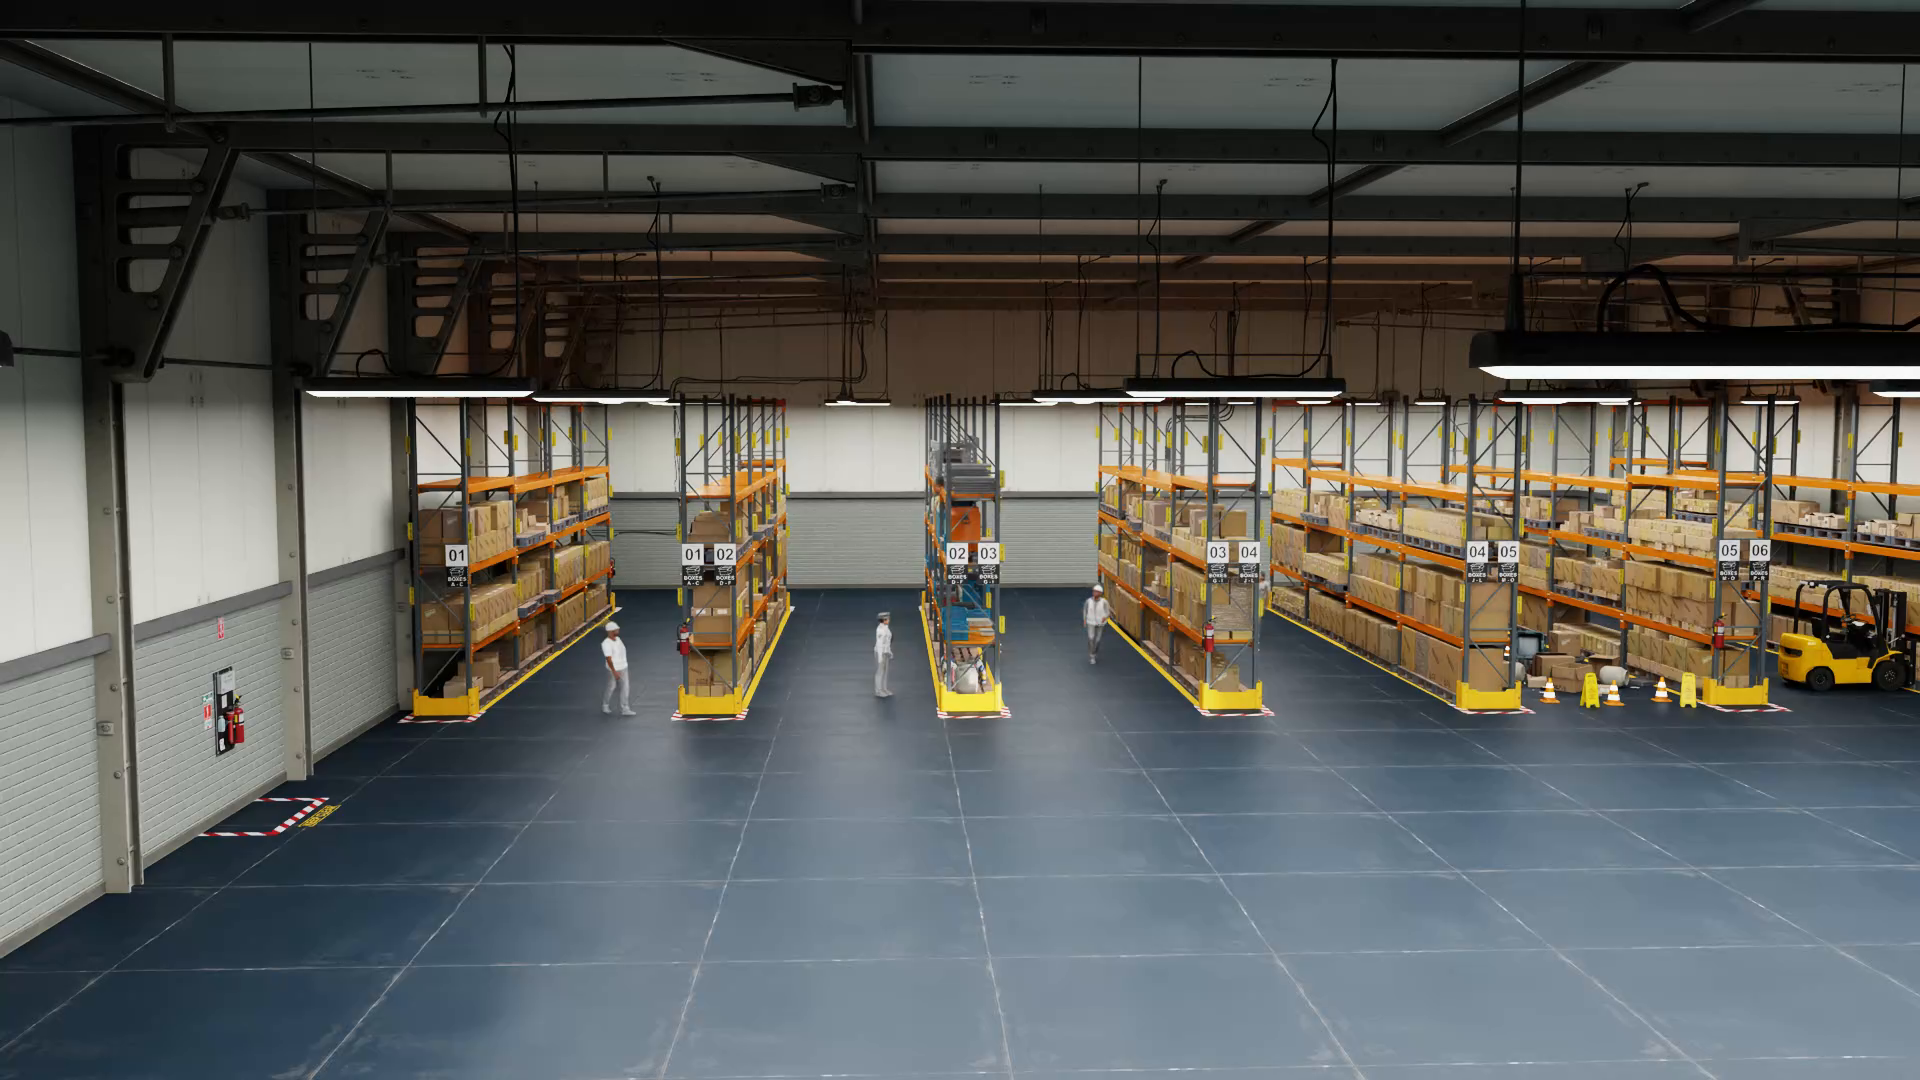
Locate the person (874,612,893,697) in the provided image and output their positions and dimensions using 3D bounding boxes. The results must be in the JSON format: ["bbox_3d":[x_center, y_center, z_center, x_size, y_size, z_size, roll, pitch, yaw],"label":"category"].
[{"bbox_3d":[-1.532,2.268,33.077,0.359,1.688,0.516,1,5,13],"label":"person"}]

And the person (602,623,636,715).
[{"bbox_3d":[-6.391,2.402,31.071,0.868,1.732,0.649,4,6,38],"label":"person"}]

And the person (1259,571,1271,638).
[{"bbox_3d":[7.596,1.603,41.992,0.457,1.651,0.973,0,5,0],"label":"person"}]

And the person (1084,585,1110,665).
[{"bbox_3d":[3.103,1.896,37.617,0.550,1.752,0.992,0,5,-3],"label":"person"}]
